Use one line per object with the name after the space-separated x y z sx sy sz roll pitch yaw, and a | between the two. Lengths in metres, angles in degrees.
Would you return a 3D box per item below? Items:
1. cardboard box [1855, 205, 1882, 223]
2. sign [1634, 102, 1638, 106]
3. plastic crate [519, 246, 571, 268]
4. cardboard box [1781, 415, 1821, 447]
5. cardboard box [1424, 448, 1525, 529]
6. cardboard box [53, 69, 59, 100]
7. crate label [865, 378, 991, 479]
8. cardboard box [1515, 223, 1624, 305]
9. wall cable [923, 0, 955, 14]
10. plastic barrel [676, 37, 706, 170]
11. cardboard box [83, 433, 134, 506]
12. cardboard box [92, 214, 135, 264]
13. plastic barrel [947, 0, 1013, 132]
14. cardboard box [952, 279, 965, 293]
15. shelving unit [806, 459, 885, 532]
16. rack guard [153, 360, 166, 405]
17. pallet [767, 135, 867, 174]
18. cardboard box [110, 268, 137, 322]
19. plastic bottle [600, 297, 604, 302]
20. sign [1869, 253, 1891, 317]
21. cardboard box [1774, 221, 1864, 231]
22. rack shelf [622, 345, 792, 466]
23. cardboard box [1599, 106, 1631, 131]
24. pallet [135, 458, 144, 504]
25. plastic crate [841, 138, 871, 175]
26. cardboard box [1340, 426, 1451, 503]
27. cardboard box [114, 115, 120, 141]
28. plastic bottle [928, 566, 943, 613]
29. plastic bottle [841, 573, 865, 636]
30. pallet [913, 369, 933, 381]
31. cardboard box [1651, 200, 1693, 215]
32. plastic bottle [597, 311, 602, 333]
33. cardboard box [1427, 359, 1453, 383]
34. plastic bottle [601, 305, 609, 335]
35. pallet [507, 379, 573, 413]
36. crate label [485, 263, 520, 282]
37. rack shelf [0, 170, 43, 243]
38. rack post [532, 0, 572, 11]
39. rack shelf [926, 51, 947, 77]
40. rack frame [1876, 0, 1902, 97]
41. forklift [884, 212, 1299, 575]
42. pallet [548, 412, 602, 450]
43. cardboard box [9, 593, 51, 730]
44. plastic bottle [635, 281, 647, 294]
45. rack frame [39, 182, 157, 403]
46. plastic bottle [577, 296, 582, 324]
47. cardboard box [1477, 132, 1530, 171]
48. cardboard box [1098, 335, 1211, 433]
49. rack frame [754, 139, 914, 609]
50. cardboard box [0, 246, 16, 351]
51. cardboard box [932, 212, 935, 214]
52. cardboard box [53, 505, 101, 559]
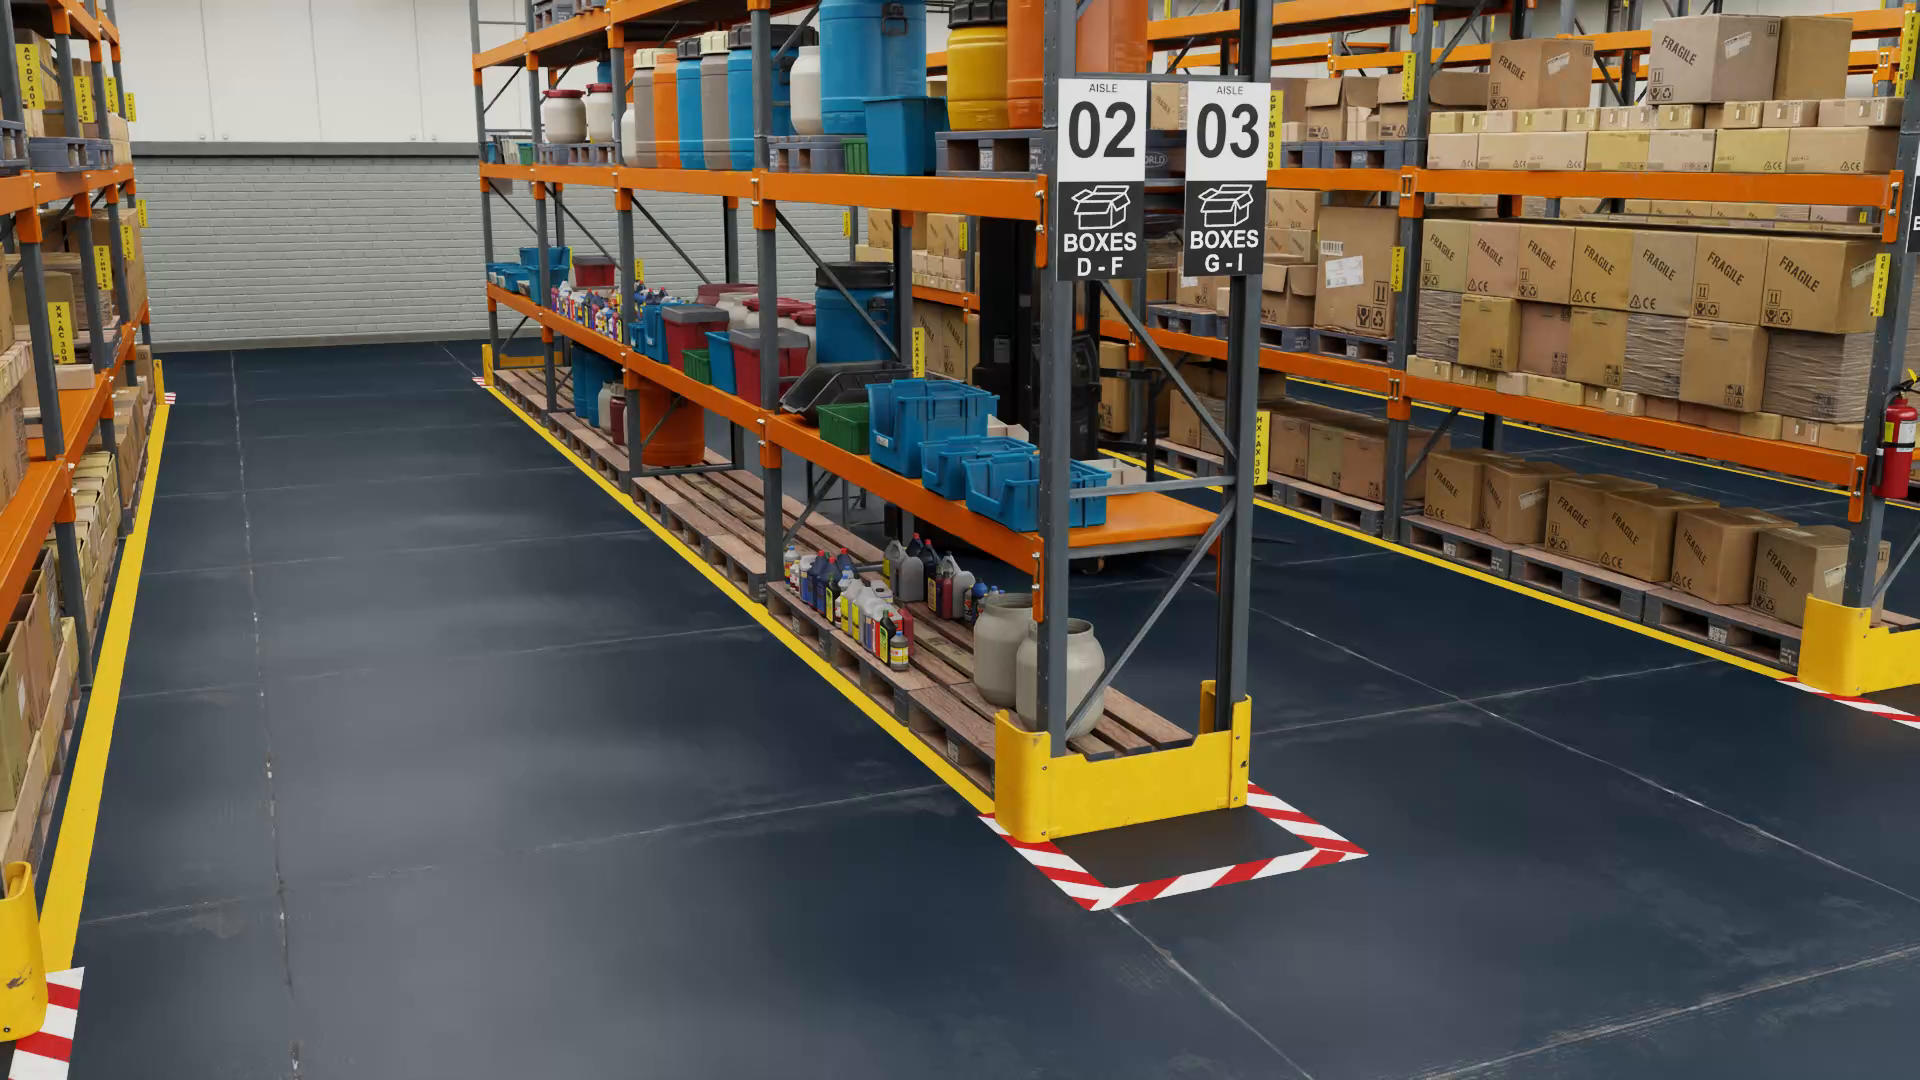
11.253 -3.875 20.523 0.500 0.500 0.500 -6 14 -25 | cardboard box
7.243 -4.548 17.893 0.100 0.325 0.005 -6 14 -23 | sign
-5.291 -3.520 21.216 0.616 0.435 0.499 -6 14 -23 | plastic crate
4.948 -0.637 9.528 0.380 0.149 0.250 -6 14 -23 | cardboard box
3.872 -0.395 12.535 0.500 0.500 0.500 -6 14 -25 | cardboard box
-7.863 -3.630 13.876 0.600 0.600 0.600 -6 14 -25 | cardboard box
-0.172 -0.593 8.703 0.502 0.435 0.616 -6 14 -23 | crate label
4.098 -1.852 11.123 0.500 0.500 0.500 -6 14 -23 | cardboard box
-0.165 -9.943 28.739 2.277 5.999 0.120 -6 14 -23 | wall cable
-1.716 -3.108 11.883 0.600 0.901 0.708 -6 14 -23 | plastic barrel
-6.852 -0.543 13.131 0.500 0.500 0.500 -5 14 -21 | cardboard box
-8.878 -3.124 17.278 0.500 0.500 0.500 -6 14 -25 | cardboard box
0.240 -2.202 7.731 0.600 0.588 0.600 0 13 0 | plastic barrel
0.122 -3.058 19.987 0.380 0.149 0.250 -6 14 -23 | cardboard box
-0.854 -0.867 13.279 0.538 1.500 1.048 -5 14 -20 | shelving unit
-10.106 -1.846 19.737 1.175 0.500 0.348 -6 14 -23 | rack guard
-0.411 -2.276 9.818 1.213 0.211 1.003 -6 14 -23 | pallet
-8.489 -2.432 16.502 0.500 0.500 0.500 -5 14 -21 | cardboard box
-3.462 -2.214 16.069 0.097 0.271 0.097 0 13 0 | plastic bottle
4.835 -1.340 8.738 0.100 0.325 0.005 -6 14 -23 | sign
7.922 -2.665 15.294 0.700 0.500 0.500 -6 14 -24 | cardboard box
-1.591 -1.110 12.607 1.077 0.370 4.000 -6 14 -23 | rack shelf
4.288 -2.666 10.531 0.380 0.149 0.250 -5 14 -22 | cardboard box
-7.681 -0.477 14.464 1.003 0.211 1.213 -6 14 -23 | pallet
-0.407 -2.054 8.911 0.336 0.188 0.450 -6 14 -23 | plastic crate
3.523 -0.619 13.462 0.700 0.500 0.500 -7 15 -27 | cardboard box
-8.893 -4.215 17.002 0.500 0.250 0.500 -6 14 -23 | cardboard box
-0.145 0.290 10.012 0.061 0.283 0.133 -6 14 -23 | plastic bottle
-0.600 0.360 9.559 0.144 0.351 0.185 -6 14 -23 | plastic bottle
-0.181 -2.205 21.929 1.003 0.211 1.213 -6 14 -23 | pallet
9.766 -4.358 22.610 0.500 0.500 0.500 -6 14 -23 | cardboard box
-3.301 -2.015 15.366 0.097 0.201 0.097 0 13 0 | plastic bottle
3.648 -1.247 12.164 0.380 0.149 0.250 -6 14 -23 | cardboard box
-3.223 -2.009 15.184 0.097 0.271 0.097 0 13 0 | plastic bottle
-4.817 -1.742 19.928 1.003 0.211 1.213 -6 14 -23 | pallet
-5.799 -3.393 21.116 0.416 0.233 0.303 -6 14 -23 | crate label
-4.528 -1.298 6.768 1.077 0.370 4.000 -6 14 -23 | rack shelf
-3.685 -5.409 16.450 0.937 0.300 0.954 -6 14 -24 | rack post
-0.257 -5.938 21.050 1.077 0.370 4.000 -6 14 -23 | rack shelf
11.227 -6.138 19.435 1.000 3.000 0.127 -6 14 -23 | rack frame
0.952 -1.315 12.053 3.031 2.935 1.130 8 15 30 | forklift
-3.723 -1.178 17.491 1.003 0.211 1.213 -6 14 -23 | pallet
-4.337 0.555 7.324 0.500 0.500 0.500 -6 14 -23 | cardboard box
-3.252 -2.477 17.029 0.144 0.351 0.185 -6 14 -23 | plastic bottle
-10.136 -3.079 19.523 1.000 3.000 0.127 -6 14 -23 | rack frame
-3.672 -2.241 16.187 0.097 0.271 0.097 0 13 0 | plastic bottle
3.911 -2.658 11.380 0.500 0.250 0.500 -6 14 -23 | cardboard box
1.889 -1.634 17.060 1.225 0.875 0.875 -6 14 -26 | cardboard box
-0.789 -1.047 10.740 1.000 3.000 0.127 -6 14 -23 | rack frame
-5.146 -1.190 8.259 0.700 0.500 0.500 -6 14 -23 | cardboard box
-0.622 -4.334 22.952 0.500 0.500 0.500 -5 14 -22 | cardboard box
-5.671 -0.057 10.387 0.500 0.311 0.500 -6 14 -25 | cardboard box
